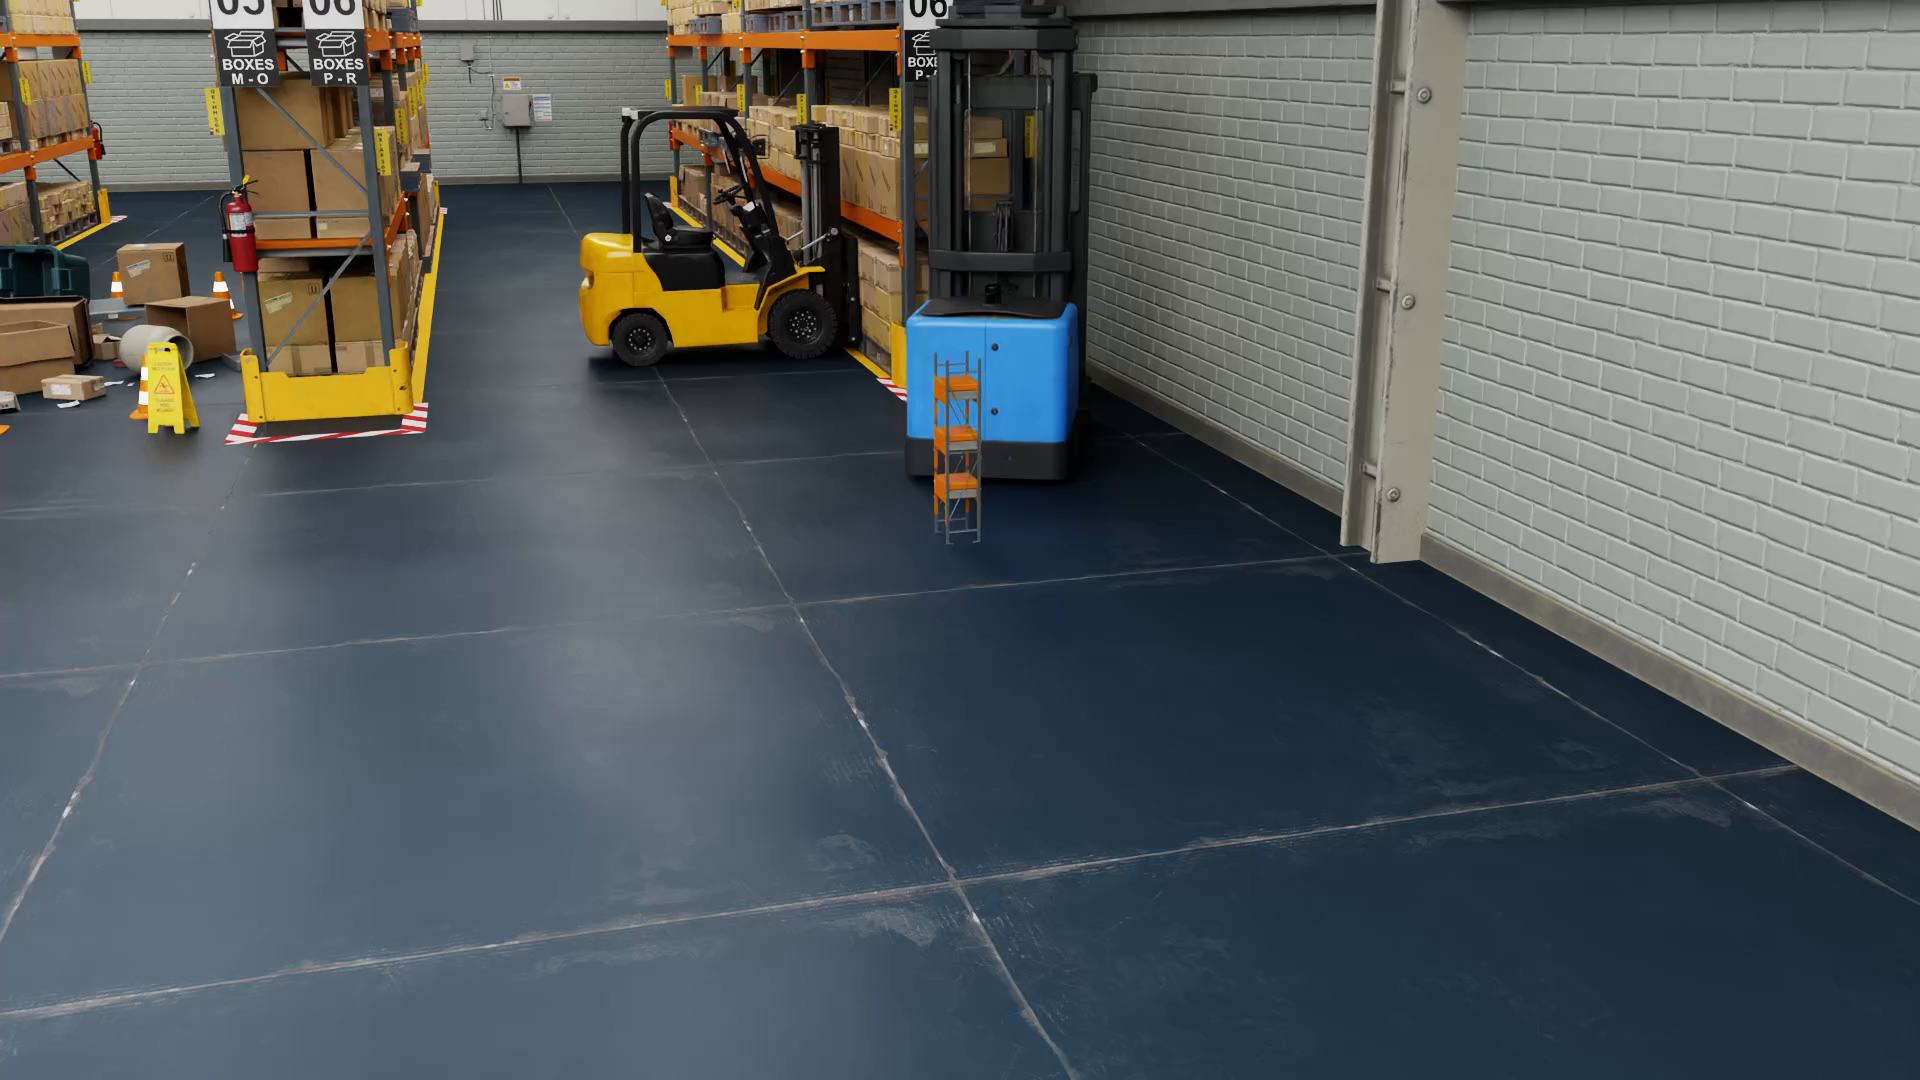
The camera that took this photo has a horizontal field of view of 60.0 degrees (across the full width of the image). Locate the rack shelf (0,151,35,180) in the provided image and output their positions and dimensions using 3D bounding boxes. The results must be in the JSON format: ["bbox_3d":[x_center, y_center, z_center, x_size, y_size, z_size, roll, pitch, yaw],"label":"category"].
[{"bbox_3d":[-12.232,-4.379,20.068,1.077,0.370,4.000,-5,17,-15],"label":"rack shelf"}]

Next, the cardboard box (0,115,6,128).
[{"bbox_3d":[-12.409,-5.333,21.182,0.380,0.149,0.250,-5,17,-15],"label":"cardboard box"}]

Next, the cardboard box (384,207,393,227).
[{"bbox_3d":[-4.750,-2.589,13.295,0.380,0.149,0.250,-4,17,-14],"label":"cardboard box"}]

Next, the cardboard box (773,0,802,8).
[{"bbox_3d":[-1.724,-5.913,17.961,0.500,0.311,0.500,-5,18,-17],"label":"cardboard box"}]

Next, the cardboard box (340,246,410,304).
[{"bbox_3d":[-5.148,-2.303,14.651,0.500,0.500,0.500,-4,17,-12],"label":"cardboard box"}]

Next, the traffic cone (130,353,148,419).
[{"bbox_3d":[-6.110,-1.179,12.573,0.336,0.463,0.334,-5,17,-15],"label":"traffic cone"}]

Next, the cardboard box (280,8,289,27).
[{"bbox_3d":[-5.259,-3.912,12.486,0.380,0.149,0.250,-4,17,-14],"label":"cardboard box"}]

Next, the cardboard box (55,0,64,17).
[{"bbox_3d":[-13.368,-7.739,24.180,0.500,0.250,0.500,-5,17,-17],"label":"cardboard box"}]

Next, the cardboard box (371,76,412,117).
[{"bbox_3d":[-6.997,-5.409,20.333,0.500,0.500,0.500,-5,17,-15],"label":"cardboard box"}]

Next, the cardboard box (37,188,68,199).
[{"bbox_3d":[-13.181,-5.014,24.121,0.380,0.149,0.250,-5,18,-17],"label":"cardboard box"}]

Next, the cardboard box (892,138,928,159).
[{"bbox_3d":[-0.345,-3.203,13.599,0.380,0.149,0.250,-4,17,-14],"label":"cardboard box"}]

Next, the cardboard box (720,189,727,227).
[{"bbox_3d":[-3.073,-4.657,23.358,0.500,0.500,0.500,-5,17,-17],"label":"cardboard box"}]

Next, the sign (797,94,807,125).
[{"bbox_3d":[-1.599,-4.348,16.838,0.100,0.325,0.005,-5,17,-15],"label":"sign"}]

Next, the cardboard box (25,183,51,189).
[{"bbox_3d":[-13.872,-5.266,24.959,0.380,0.149,0.250,-4,17,-14],"label":"cardboard box"}]

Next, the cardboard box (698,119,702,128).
[{"bbox_3d":[-3.653,-6.282,24.895,0.500,0.250,0.500,-4,17,-14],"label":"cardboard box"}]

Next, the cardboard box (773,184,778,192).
[{"bbox_3d":[-2.319,-4.756,22.559,0.380,0.149,0.250,-5,17,-16],"label":"cardboard box"}]

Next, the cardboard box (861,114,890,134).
[{"bbox_3d":[-0.652,-3.628,14.498,0.380,0.149,0.250,-4,17,-14],"label":"cardboard box"}]

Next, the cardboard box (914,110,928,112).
[{"bbox_3d":[-0.341,-3.884,15.351,0.380,0.149,0.250,-4,17,-14],"label":"cardboard box"}]

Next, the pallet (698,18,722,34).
[{"bbox_3d":[-2.879,-6.964,22.534,1.213,0.211,1.003,-5,17,-15],"label":"pallet"}]

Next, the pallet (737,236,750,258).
[{"bbox_3d":[-2.348,-3.857,21.927,1.003,0.211,1.213,-5,17,-15],"label":"pallet"}]

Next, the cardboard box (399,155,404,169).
[{"bbox_3d":[-5.699,-3.742,16.403,0.380,0.149,0.250,-4,17,-14],"label":"cardboard box"}]

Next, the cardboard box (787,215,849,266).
[{"bbox_3d":[-1.440,-3.300,18.620,0.875,0.625,0.625,-5,17,-16],"label":"cardboard box"}]

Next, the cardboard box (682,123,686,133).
[{"bbox_3d":[-4.245,-6.603,26.657,0.380,0.149,0.250,-5,17,-17],"label":"cardboard box"}]

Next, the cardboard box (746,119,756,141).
[{"bbox_3d":[-2.316,-5.007,20.299,0.500,0.250,0.500,-5,17,-15],"label":"cardboard box"}]

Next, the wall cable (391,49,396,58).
[{"bbox_3d":[-10.721,-8.862,31.921,0.585,1.953,0.123,-5,17,-15],"label":"wall cable"}]

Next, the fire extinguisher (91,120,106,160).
[{"bbox_3d":[-13.506,-6.274,25.908,0.296,0.674,0.183,-5,17,-15],"label":"fire extinguisher"}]

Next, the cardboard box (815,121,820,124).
[{"bbox_3d":[-1.245,-4.127,16.675,0.380,0.149,0.250,-5,17,-16],"label":"cardboard box"}]

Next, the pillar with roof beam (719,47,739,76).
[{"bbox_3d":[-8.391,-10.546,28.919,9.100,9.000,0.400,-5,17,-15],"label":"pillar with roof beam"}]

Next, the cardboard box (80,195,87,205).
[{"bbox_3d":[-13.317,-5.095,24.907,0.380,0.149,0.250,-5,18,-18],"label":"cardboard box"}]

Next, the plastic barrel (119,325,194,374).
[{"bbox_3d":[-6.775,-1.595,14.026,0.512,0.421,0.421,7,18,23],"label":"plastic barrel"}]

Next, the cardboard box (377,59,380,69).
[{"bbox_3d":[-9.003,-7.233,25.276,0.380,0.149,0.250,-5,17,-15],"label":"cardboard box"}]

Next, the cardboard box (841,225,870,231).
[{"bbox_3d":[-1.118,-2.939,16.335,0.500,0.250,0.500,-5,17,-15],"label":"cardboard box"}]

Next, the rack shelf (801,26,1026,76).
[{"bbox_3d":[-0.530,-4.416,14.975,1.077,0.370,4.000,-5,17,-15],"label":"rack shelf"}]

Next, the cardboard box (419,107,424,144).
[{"bbox_3d":[-7.927,-5.895,23.689,0.500,0.500,0.500,-4,17,-13],"label":"cardboard box"}]

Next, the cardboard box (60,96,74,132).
[{"bbox_3d":[-13.225,-6.188,24.146,0.500,0.500,0.500,-5,17,-15],"label":"cardboard box"}]

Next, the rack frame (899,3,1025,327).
[{"bbox_3d":[0.020,-2.771,13.462,1.000,3.000,0.127,-5,17,-15],"label":"rack frame"}]

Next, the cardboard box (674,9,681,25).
[{"bbox_3d":[-4.230,-8.278,26.325,0.500,0.250,0.500,-5,17,-17],"label":"cardboard box"}]

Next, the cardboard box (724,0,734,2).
[{"bbox_3d":[-2.843,-7.043,21.520,0.380,0.149,0.250,-5,17,-16],"label":"cardboard box"}]

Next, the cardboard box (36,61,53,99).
[{"bbox_3d":[-12.937,-6.374,23.030,0.500,0.500,0.500,-4,17,-14],"label":"cardboard box"}]

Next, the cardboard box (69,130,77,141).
[{"bbox_3d":[-13.311,-5.987,24.605,0.380,0.149,0.250,-4,17,-14],"label":"cardboard box"}]

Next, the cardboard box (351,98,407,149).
[{"bbox_3d":[-5.843,-4.166,16.686,0.500,0.500,0.500,-5,17,-15],"label":"cardboard box"}]

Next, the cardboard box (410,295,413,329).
[{"bbox_3d":[-5.274,-2.079,15.209,0.500,0.250,0.500,-5,17,-17],"label":"cardboard box"}]

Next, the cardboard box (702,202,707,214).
[{"bbox_3d":[-3.714,-5.057,25.297,0.380,0.149,0.250,-5,18,-17],"label":"cardboard box"}]

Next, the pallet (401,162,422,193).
[{"bbox_3d":[-5.921,-3.615,16.605,1.003,0.211,1.213,-5,17,-15],"label":"pallet"}]

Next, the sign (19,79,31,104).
[{"bbox_3d":[-12.249,-5.877,21.789,0.100,0.325,0.005,-5,17,-15],"label":"sign"}]

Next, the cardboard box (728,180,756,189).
[{"bbox_3d":[-3.016,-4.928,23.131,0.380,0.149,0.250,-4,17,-13],"label":"cardboard box"}]

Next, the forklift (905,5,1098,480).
[{"bbox_3d":[0.363,-2.158,11.542,1.130,2.935,3.031,2,17,8],"label":"forklift"}]

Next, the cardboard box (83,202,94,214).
[{"bbox_3d":[-13.368,-5.027,25.199,0.380,0.149,0.250,-4,17,-14],"label":"cardboard box"}]

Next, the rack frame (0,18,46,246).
[{"bbox_3d":[-12.781,-5.277,21.806,1.000,3.000,0.127,-5,17,-15],"label":"rack frame"}]

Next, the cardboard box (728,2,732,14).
[{"bbox_3d":[-2.836,-6.976,21.816,0.380,0.149,0.250,-4,17,-14],"label":"cardboard box"}]

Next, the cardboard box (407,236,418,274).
[{"bbox_3d":[-6.594,-3.172,18.636,0.950,0.372,0.625,-5,17,-16],"label":"cardboard box"}]

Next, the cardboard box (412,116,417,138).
[{"bbox_3d":[-7.118,-5.199,20.938,0.500,0.250,0.500,-5,17,-15],"label":"cardboard box"}]

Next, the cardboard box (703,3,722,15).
[{"bbox_3d":[-3.296,-7.259,22.722,0.380,0.149,0.250,-5,17,-16],"label":"cardboard box"}]

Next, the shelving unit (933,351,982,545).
[{"bbox_3d":[-0.015,-0.518,9.350,0.215,1.050,0.252,-5,17,-15],"label":"shelving unit"}]

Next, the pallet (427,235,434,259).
[{"bbox_3d":[-7.426,-3.815,21.787,1.003,0.211,1.213,-5,17,-15],"label":"pallet"}]

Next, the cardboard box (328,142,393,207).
[{"bbox_3d":[-4.761,-2.863,13.080,0.500,0.500,0.500,-4,17,-14],"label":"cardboard box"}]
